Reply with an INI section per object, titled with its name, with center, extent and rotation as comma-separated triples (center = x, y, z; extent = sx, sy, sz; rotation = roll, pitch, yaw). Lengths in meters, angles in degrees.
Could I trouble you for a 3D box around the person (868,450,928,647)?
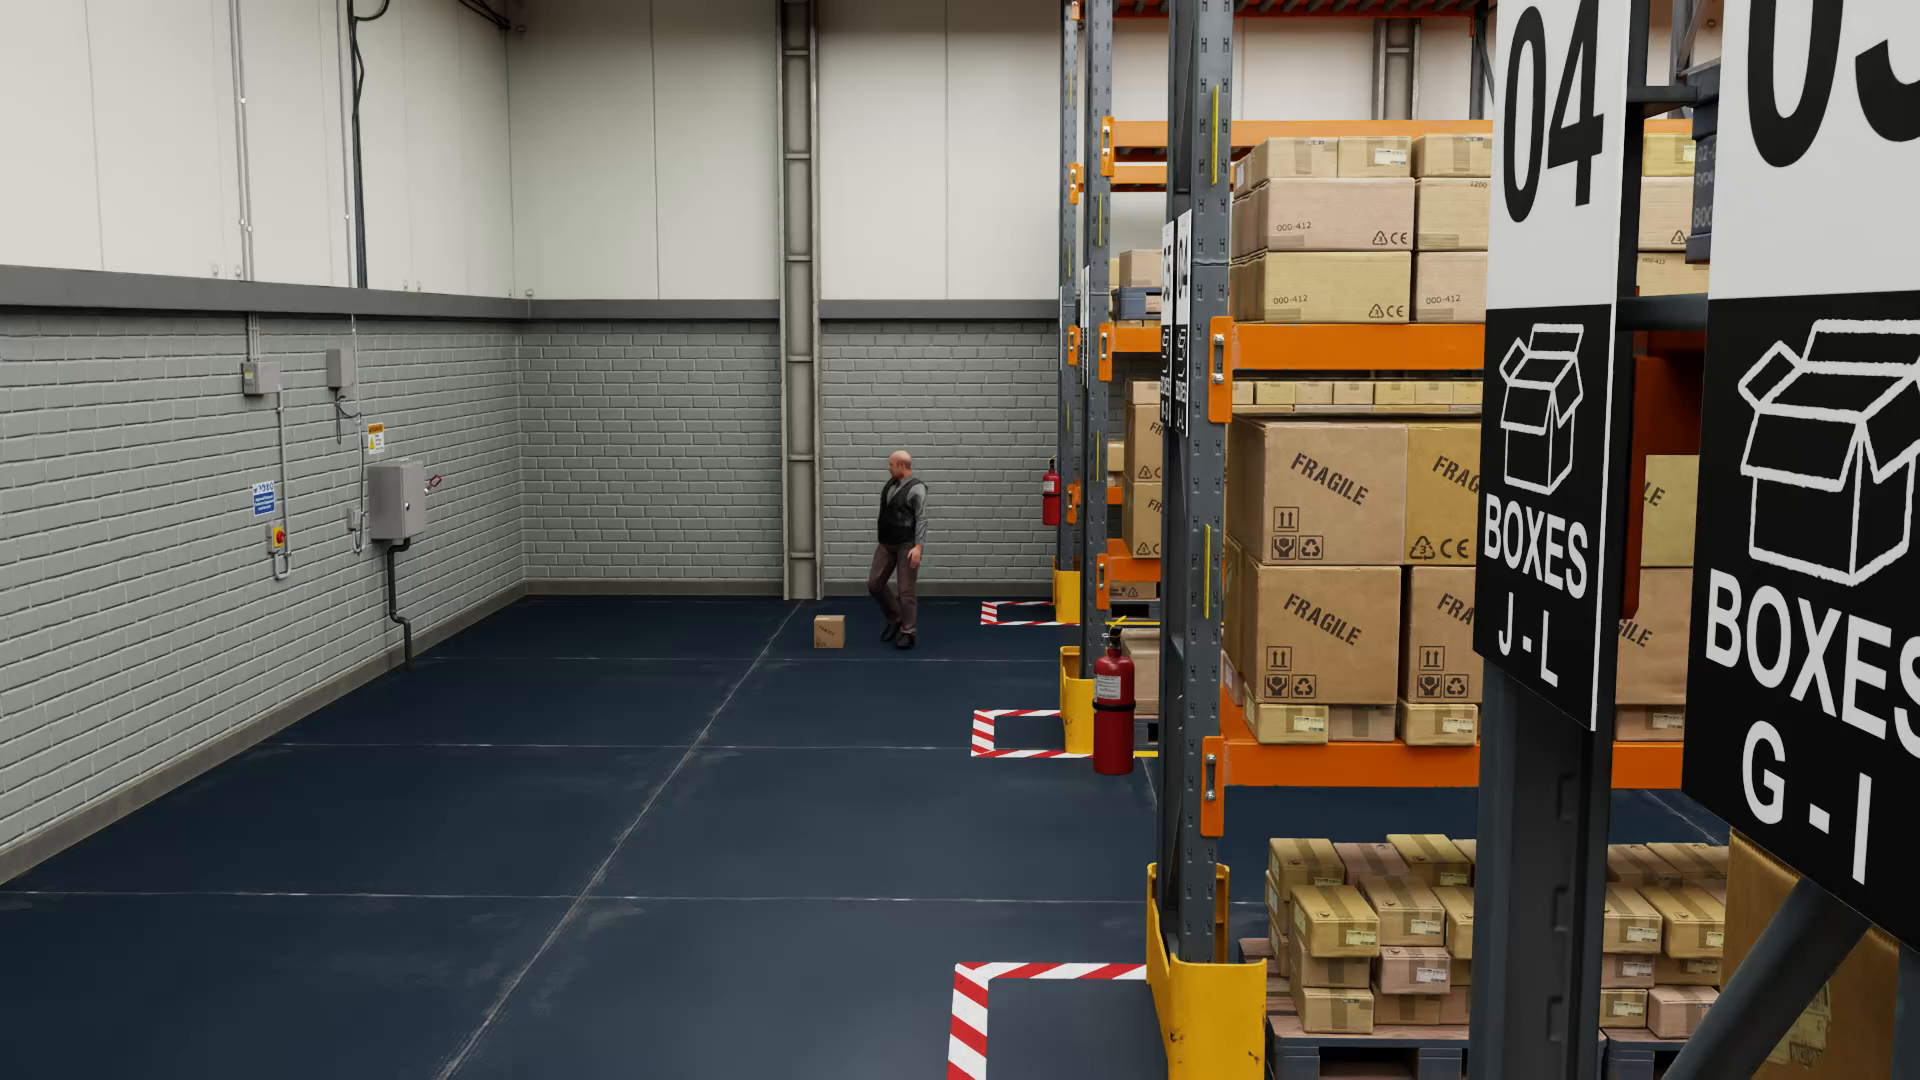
[person]
center = -0.524, 0.082, 14.739
extent = 0.568, 1.752, 0.418
rotation = 7, 10, 42
